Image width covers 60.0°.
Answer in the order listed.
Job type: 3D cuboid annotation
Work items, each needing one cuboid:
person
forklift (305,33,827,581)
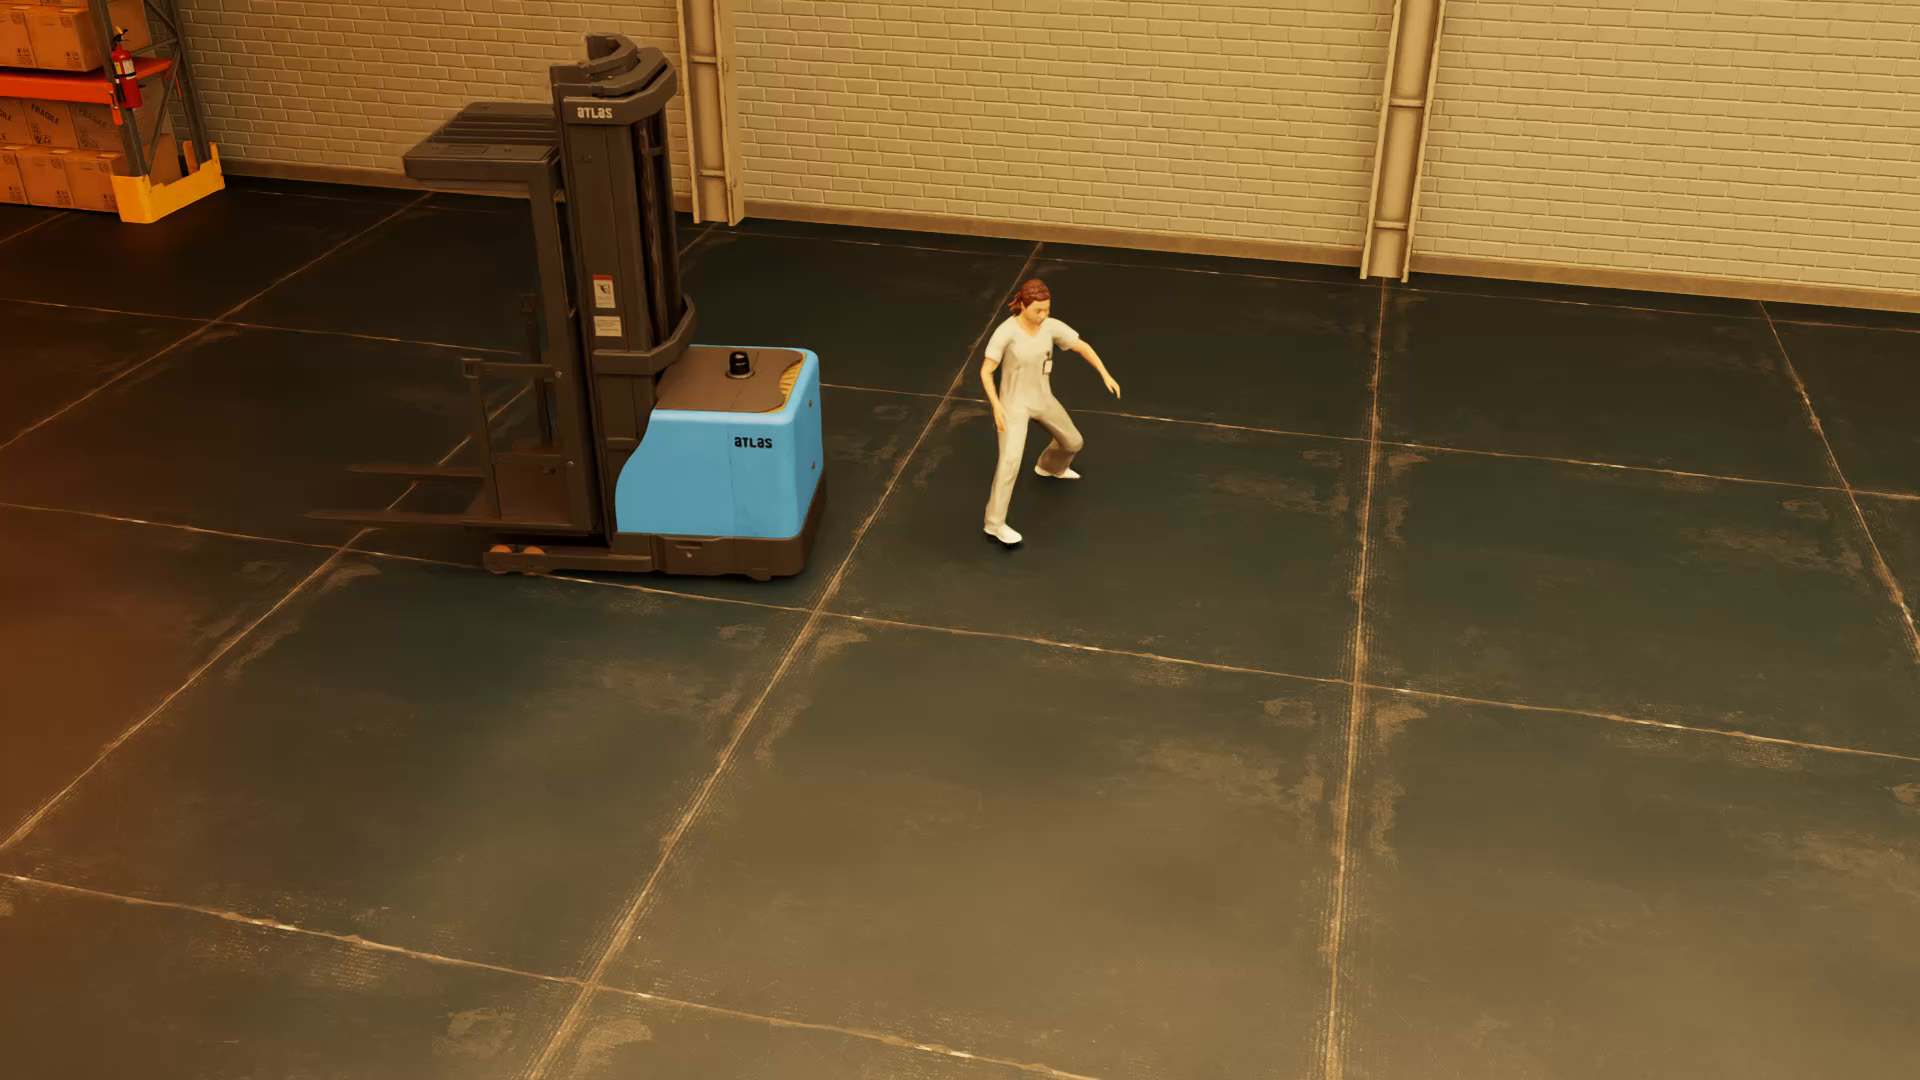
[{"bbox_3d":[0.481,-0.837,10.141,0.936,1.538,0.881,-13,32,-22],"label":"person"},{"bbox_3d":[-2.382,-1.322,9.503,3.031,2.935,1.130,2,30,4],"label":"forklift"}]
